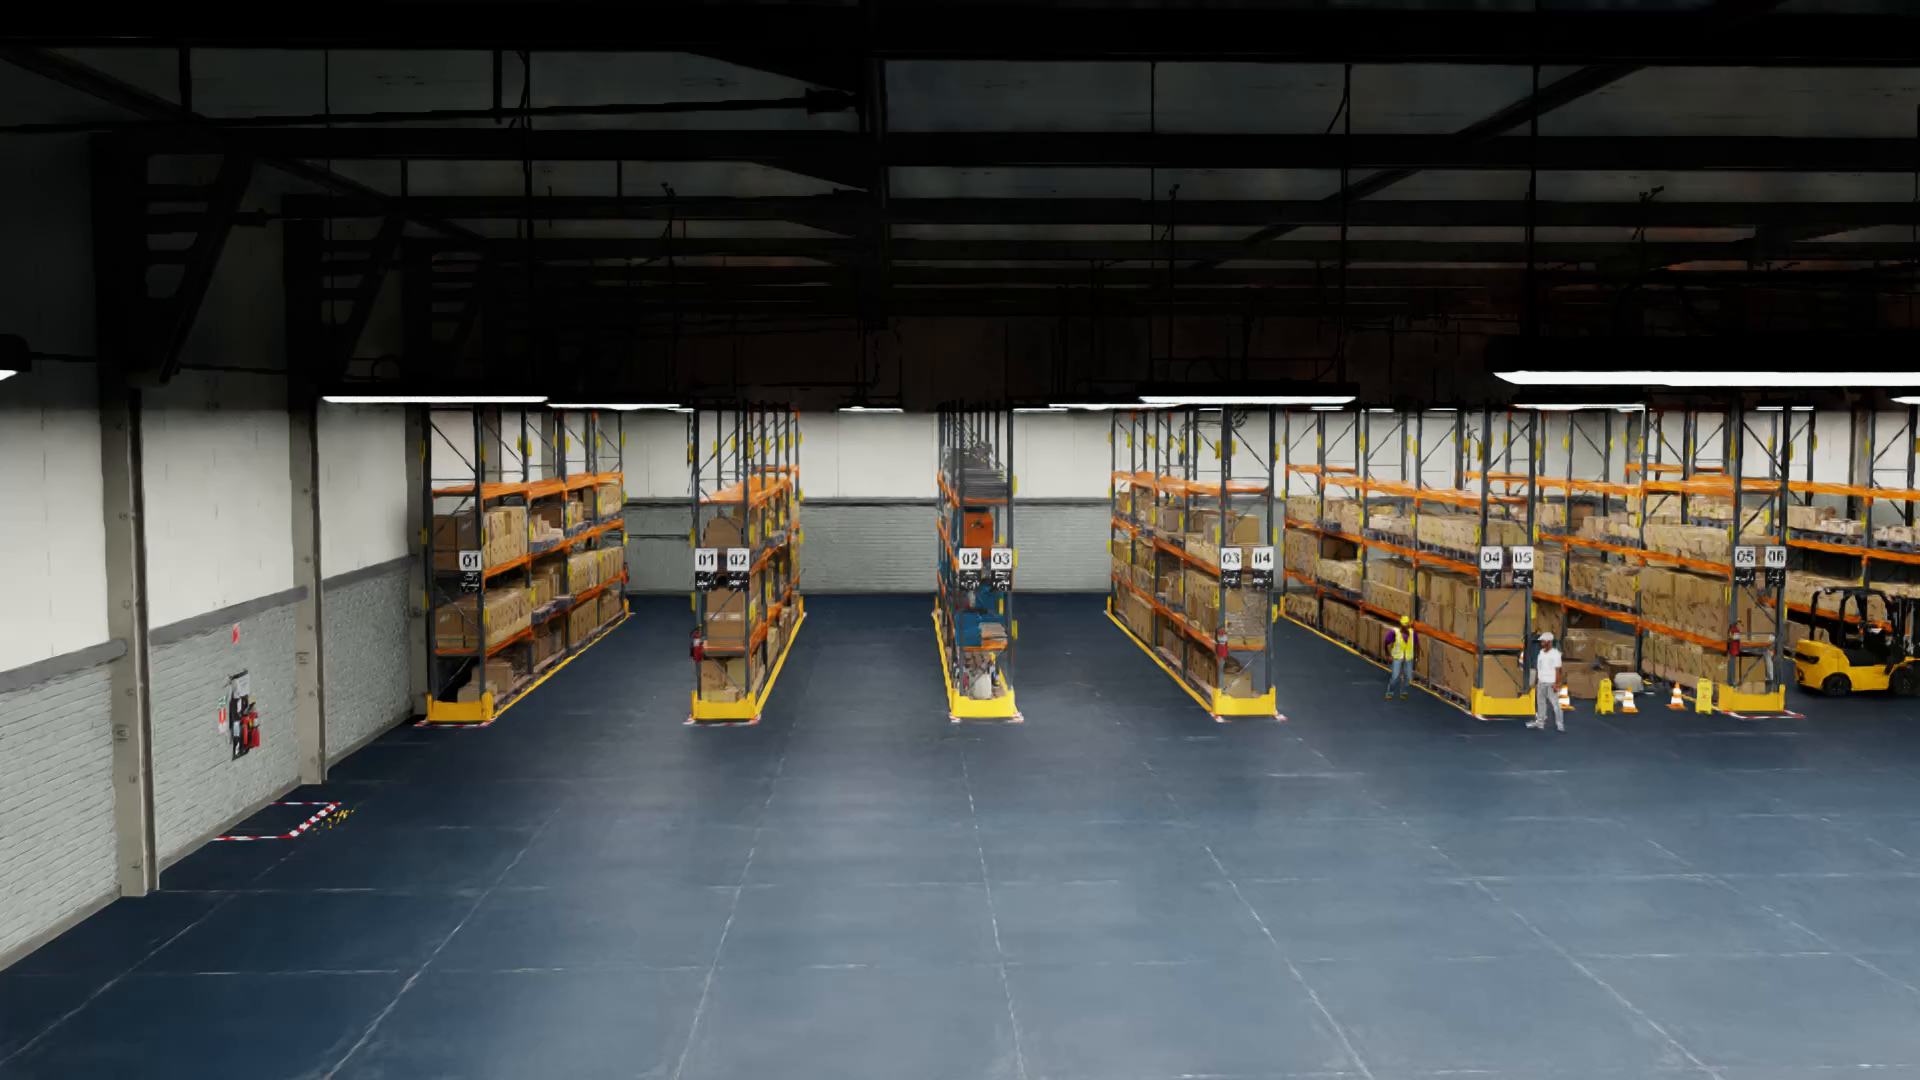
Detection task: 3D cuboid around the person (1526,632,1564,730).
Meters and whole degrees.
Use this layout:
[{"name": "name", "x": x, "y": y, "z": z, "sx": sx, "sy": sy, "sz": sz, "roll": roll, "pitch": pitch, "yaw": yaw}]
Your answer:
[{"name": "person", "x": 10.654, "y": 2.552, "z": 30.139, "sx": 0.522, "sy": 1.769, "sz": 0.676, "roll": -1, "pitch": 4, "yaw": -15}]

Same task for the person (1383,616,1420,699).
[{"name": "person", "x": 8.824, "y": 2.320, "z": 33.227, "sx": 0.708, "sy": 1.649, "sz": 0.578, "roll": 0, "pitch": 4, "yaw": -4}]

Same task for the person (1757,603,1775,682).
[{"name": "person", "x": 17.205, "y": 2.180, "z": 35.638, "sx": 0.478, "sy": 1.667, "sz": 0.523, "roll": 2, "pitch": 5, "yaw": 28}]
